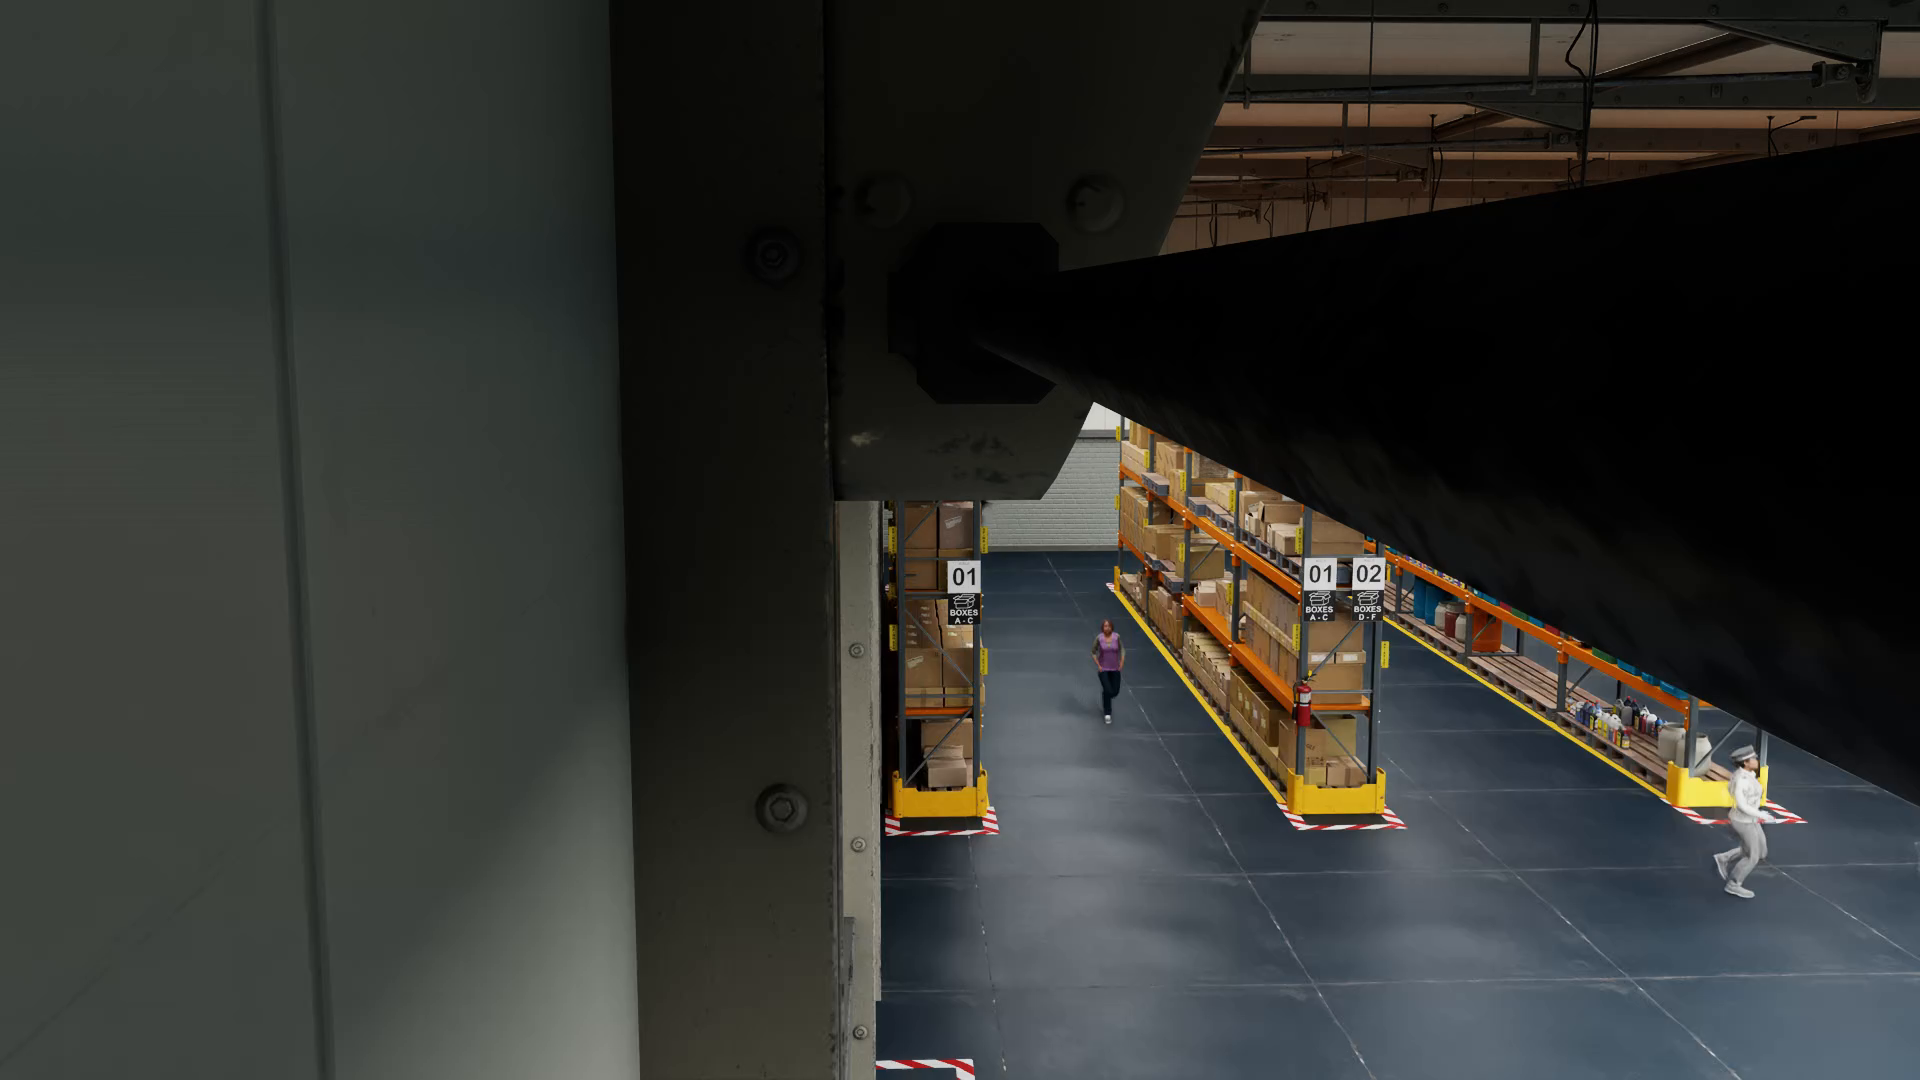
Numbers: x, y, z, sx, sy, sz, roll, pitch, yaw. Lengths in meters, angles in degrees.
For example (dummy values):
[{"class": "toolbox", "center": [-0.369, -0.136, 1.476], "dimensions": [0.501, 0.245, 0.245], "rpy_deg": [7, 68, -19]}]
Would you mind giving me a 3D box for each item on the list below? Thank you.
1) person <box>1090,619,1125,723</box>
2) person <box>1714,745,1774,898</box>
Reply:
[{"class": "person", "center": [2.231, 1.958, 25.178], "dimensions": [0.537, 1.568, 0.506], "rpy_deg": [-1, 8, -6]}, {"class": "person", "center": [8.363, 2.984, 17.720], "dimensions": [0.549, 1.651, 0.614], "rpy_deg": [4, 9, 25]}]
